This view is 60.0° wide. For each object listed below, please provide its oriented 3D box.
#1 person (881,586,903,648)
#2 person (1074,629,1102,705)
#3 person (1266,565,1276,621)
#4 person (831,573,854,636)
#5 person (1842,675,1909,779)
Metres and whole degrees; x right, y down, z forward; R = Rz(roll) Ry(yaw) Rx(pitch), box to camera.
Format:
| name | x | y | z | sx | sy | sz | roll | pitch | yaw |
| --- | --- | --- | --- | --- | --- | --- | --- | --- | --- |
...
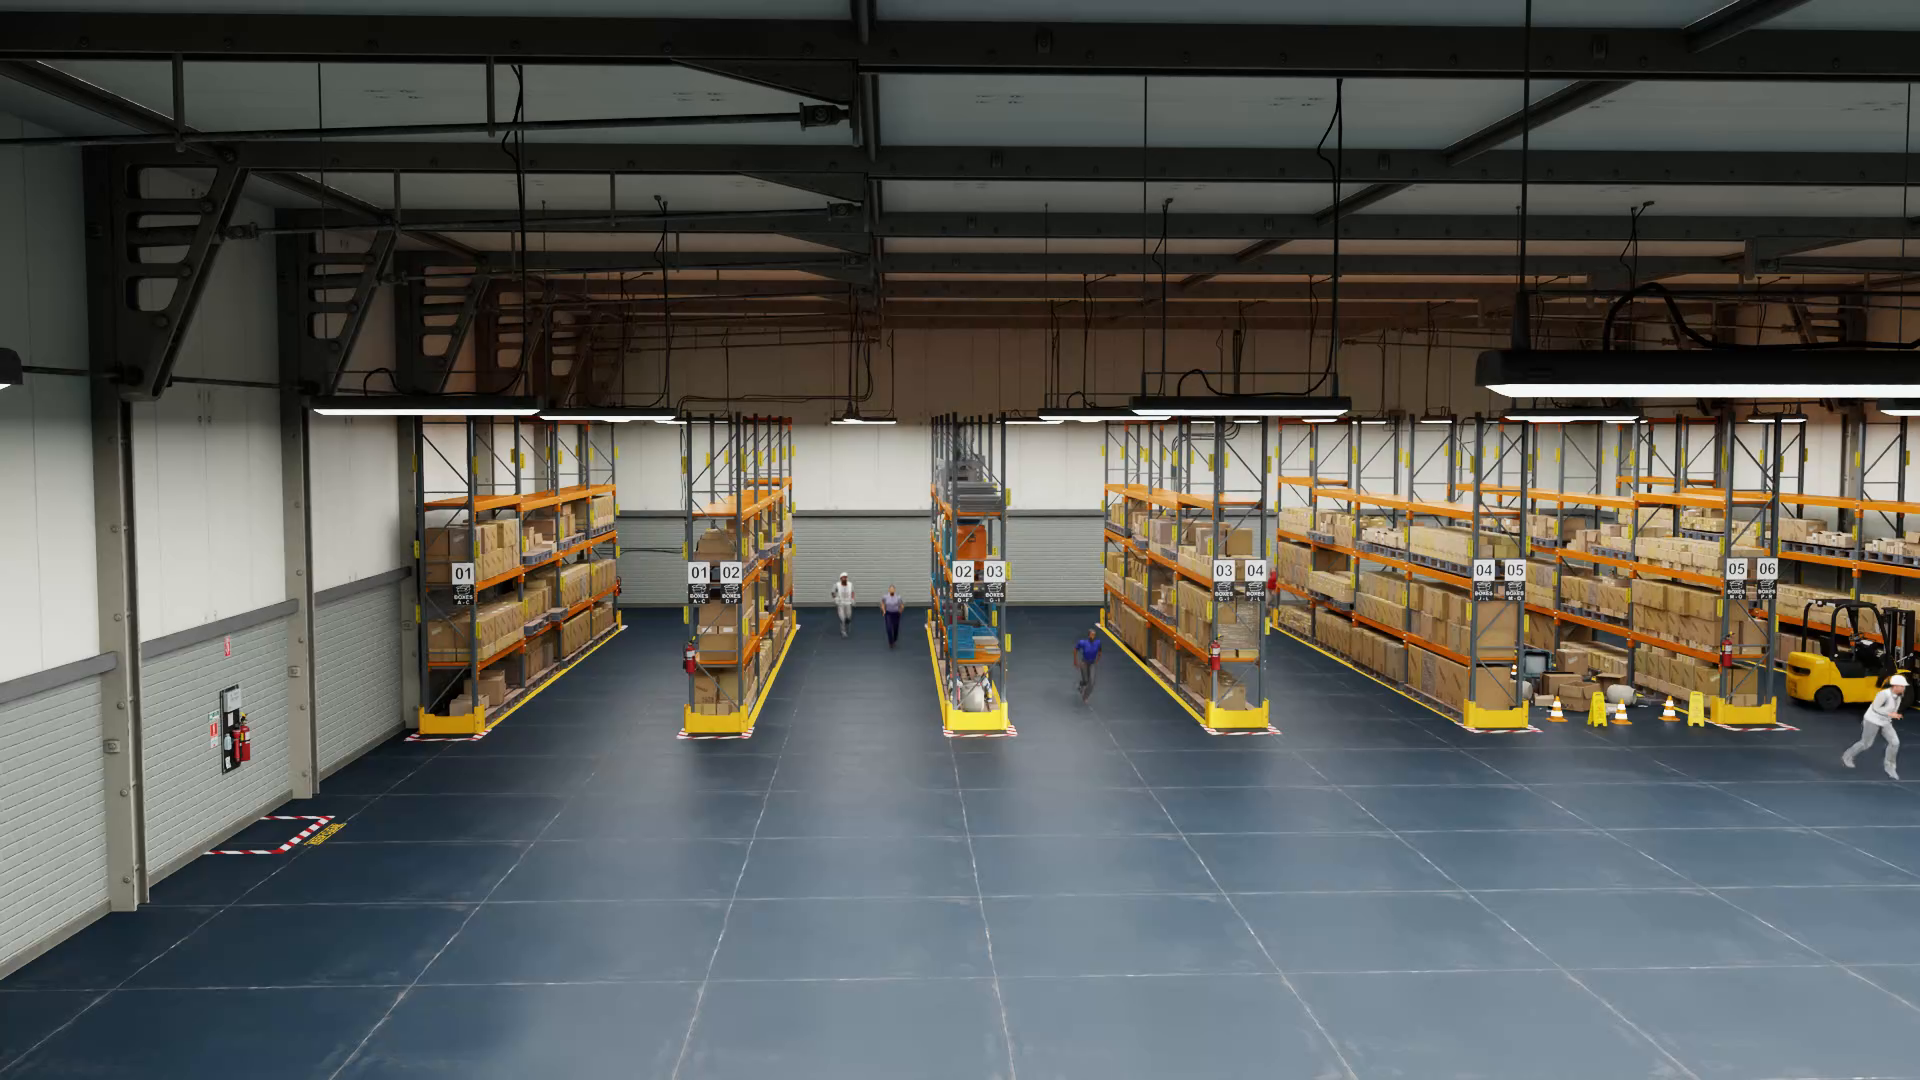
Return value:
| name | x | y | z | sx | sy | sz | roll | pitch | yaw |
| --- | --- | --- | --- | --- | --- | --- | --- | --- | --- |
| person | -1.771 | 1.983 | 43.360 | 0.592 | 1.622 | 0.761 | 0 | 4 | -4 |
| person | 2.650 | 2.611 | 34.453 | 0.565 | 1.591 | 0.704 | -1 | 4 | -19 |
| person | 9.172 | 1.581 | 49.013 | 0.543 | 1.697 | 0.685 | 1 | 4 | 8 |
| person | -3.186 | 1.763 | 45.457 | 0.666 | 1.744 | 0.631 | -1 | 4 | -16 |
| person | 15.090 | 2.961 | 27.373 | 0.702 | 1.564 | 1.020 | -3 | 5 | -33 |
